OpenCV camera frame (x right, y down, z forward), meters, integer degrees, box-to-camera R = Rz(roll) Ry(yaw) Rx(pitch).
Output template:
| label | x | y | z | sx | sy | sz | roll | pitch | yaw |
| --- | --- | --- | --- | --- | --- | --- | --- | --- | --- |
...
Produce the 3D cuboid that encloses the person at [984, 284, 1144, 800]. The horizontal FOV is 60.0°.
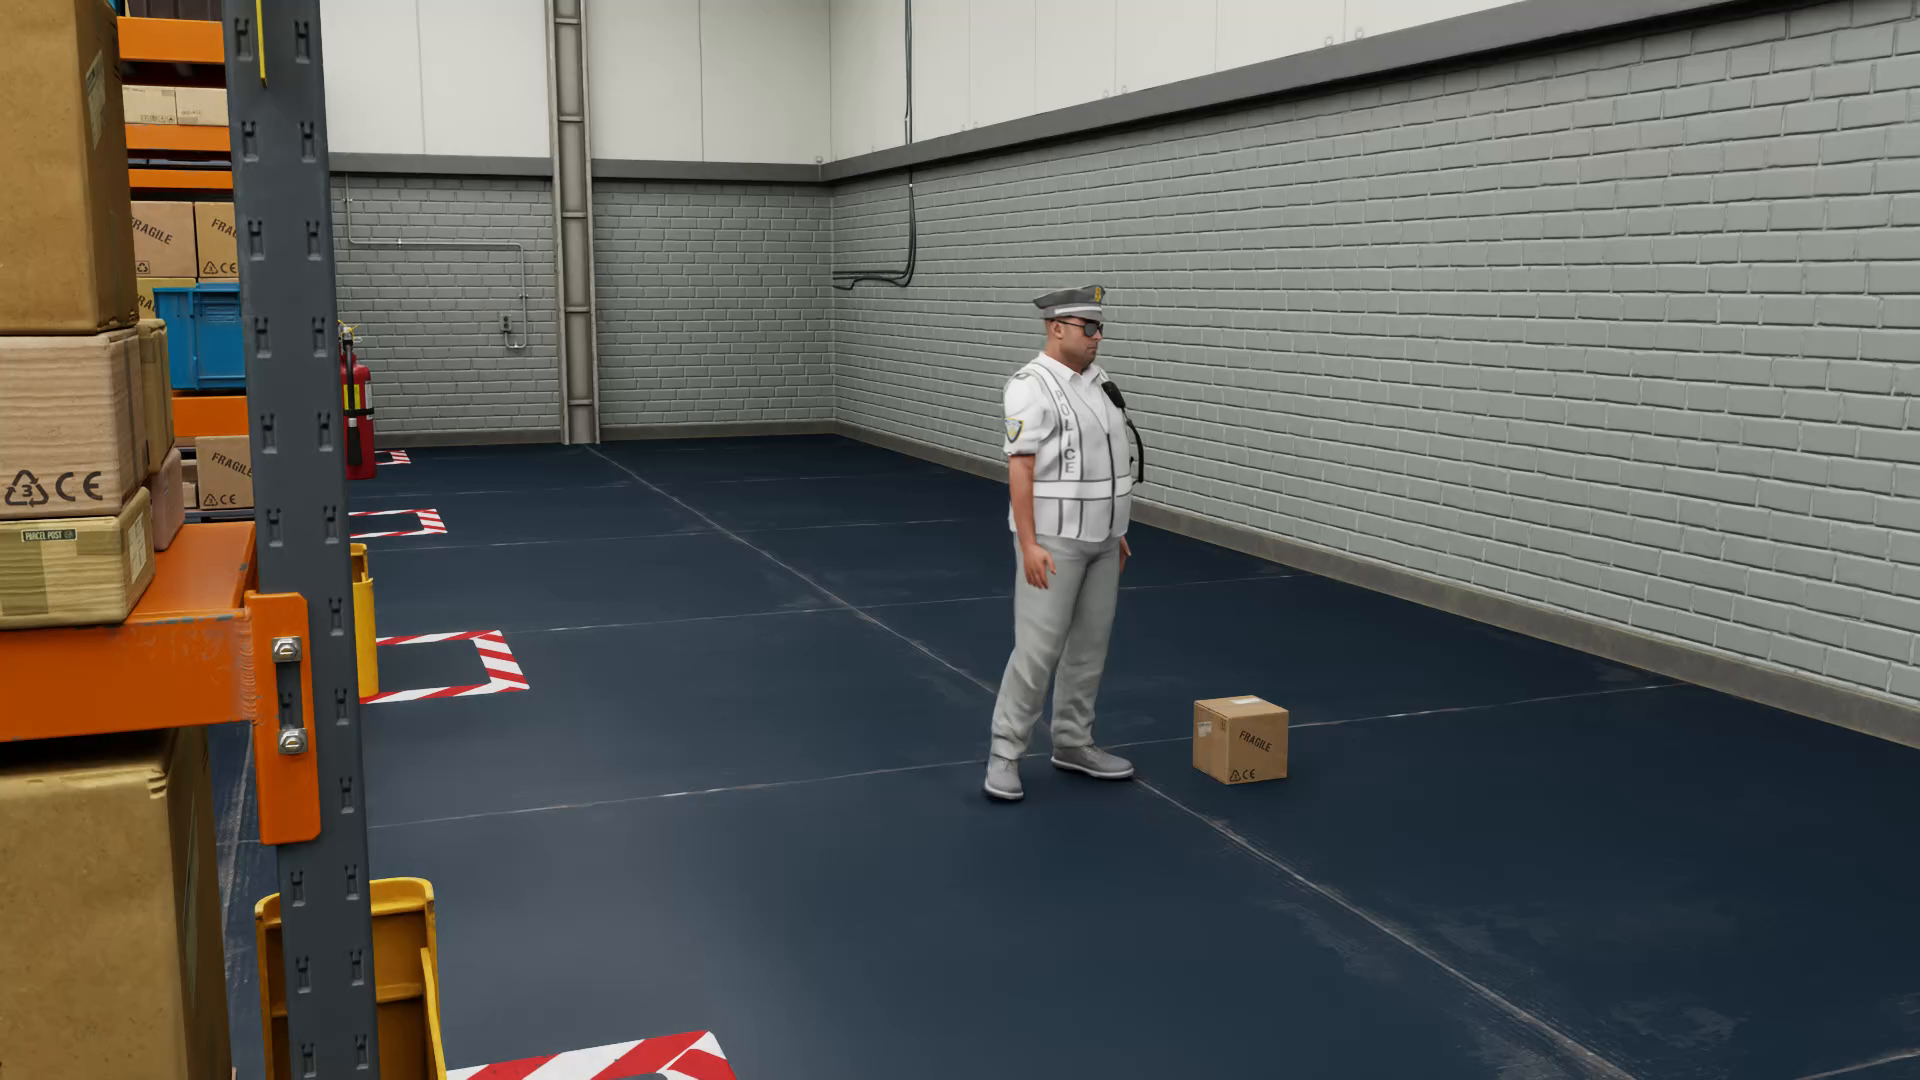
| label | x | y | z | sx | sy | sz | roll | pitch | yaw |
| --- | --- | --- | --- | --- | --- | --- | --- | --- | --- |
| person | 0.348 | -0.009 | 5.829 | 0.399 | 1.757 | 0.708 | 8 | 12 | 43 |
